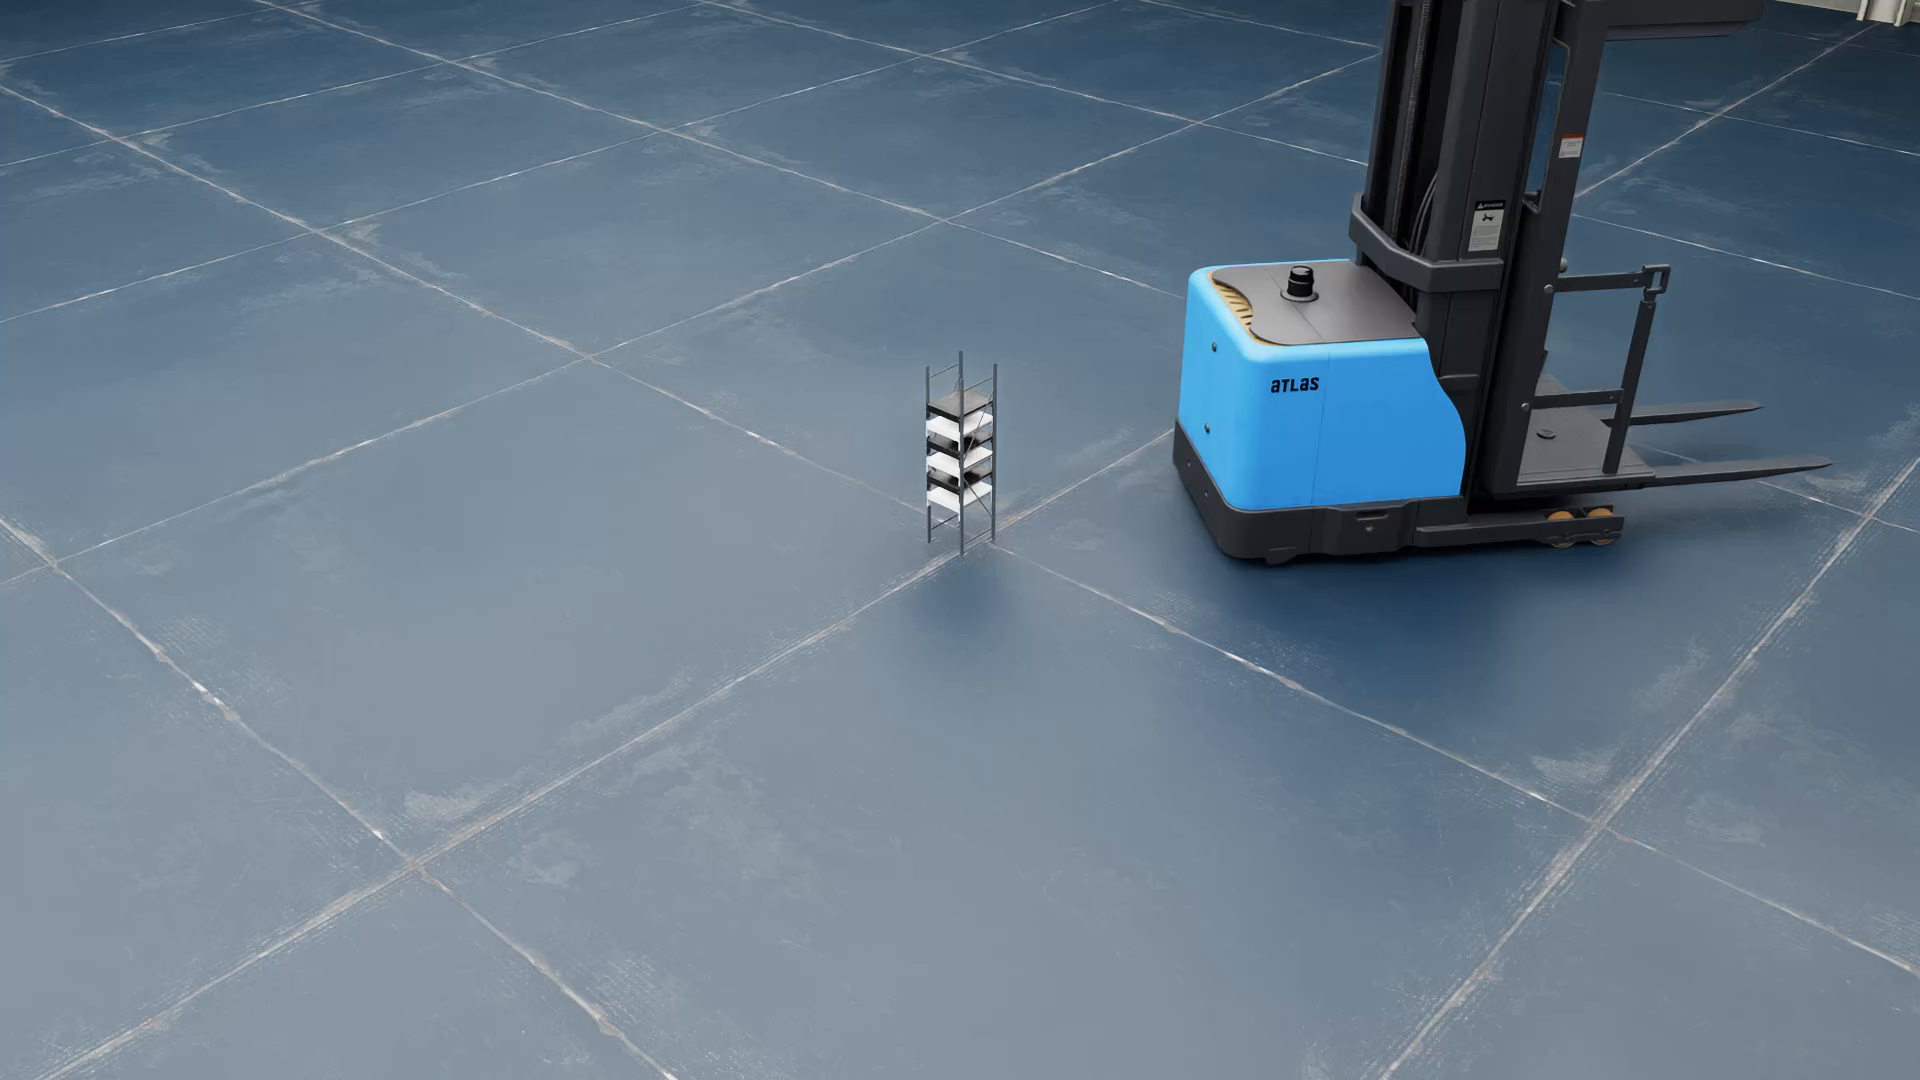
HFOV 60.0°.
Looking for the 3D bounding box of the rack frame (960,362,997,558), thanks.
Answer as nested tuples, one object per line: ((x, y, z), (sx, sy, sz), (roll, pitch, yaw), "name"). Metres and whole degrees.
((0.081, -0.348, 7.455), (0.006, 0.900, 0.240), (25, 39, 35), "rack frame")

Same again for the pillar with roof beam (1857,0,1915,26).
((6.062, -7.252, 11.071), (0.400, 9.000, 9.100), (25, 39, 35), "pillar with roof beam")

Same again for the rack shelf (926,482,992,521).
((0.006, -0.200, 7.623), (0.200, 0.077, 0.258), (25, 39, 35), "rack shelf")

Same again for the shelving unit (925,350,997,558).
((0.006, -0.383, 7.513), (0.210, 0.900, 0.258), (25, 39, 35), "shelving unit")

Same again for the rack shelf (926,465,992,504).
((0.006, -0.277, 7.577), (0.200, 0.077, 0.258), (25, 39, 35), "rack shelf")

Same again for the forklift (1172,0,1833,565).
((2.618, -1.485, 7.375), (3.031, 2.935, 1.130), (-4, 31, -7), "forklift")

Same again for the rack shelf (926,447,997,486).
((0.006, -0.354, 7.530), (0.200, 0.077, 0.258), (25, 39, 35), "rack shelf")

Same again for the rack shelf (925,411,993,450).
((0.006, -0.508, 7.438), (0.200, 0.077, 0.258), (25, 39, 35), "rack shelf")

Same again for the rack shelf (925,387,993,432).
((0.006, -0.585, 7.391), (0.200, 0.077, 0.258), (25, 39, 35), "rack shelf")

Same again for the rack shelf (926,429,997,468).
((0.006, -0.431, 7.484), (0.200, 0.077, 0.258), (25, 39, 35), "rack shelf")

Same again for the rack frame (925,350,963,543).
((-0.069, -0.418, 7.572), (0.006, 0.900, 0.240), (25, 39, 35), "rack frame")
